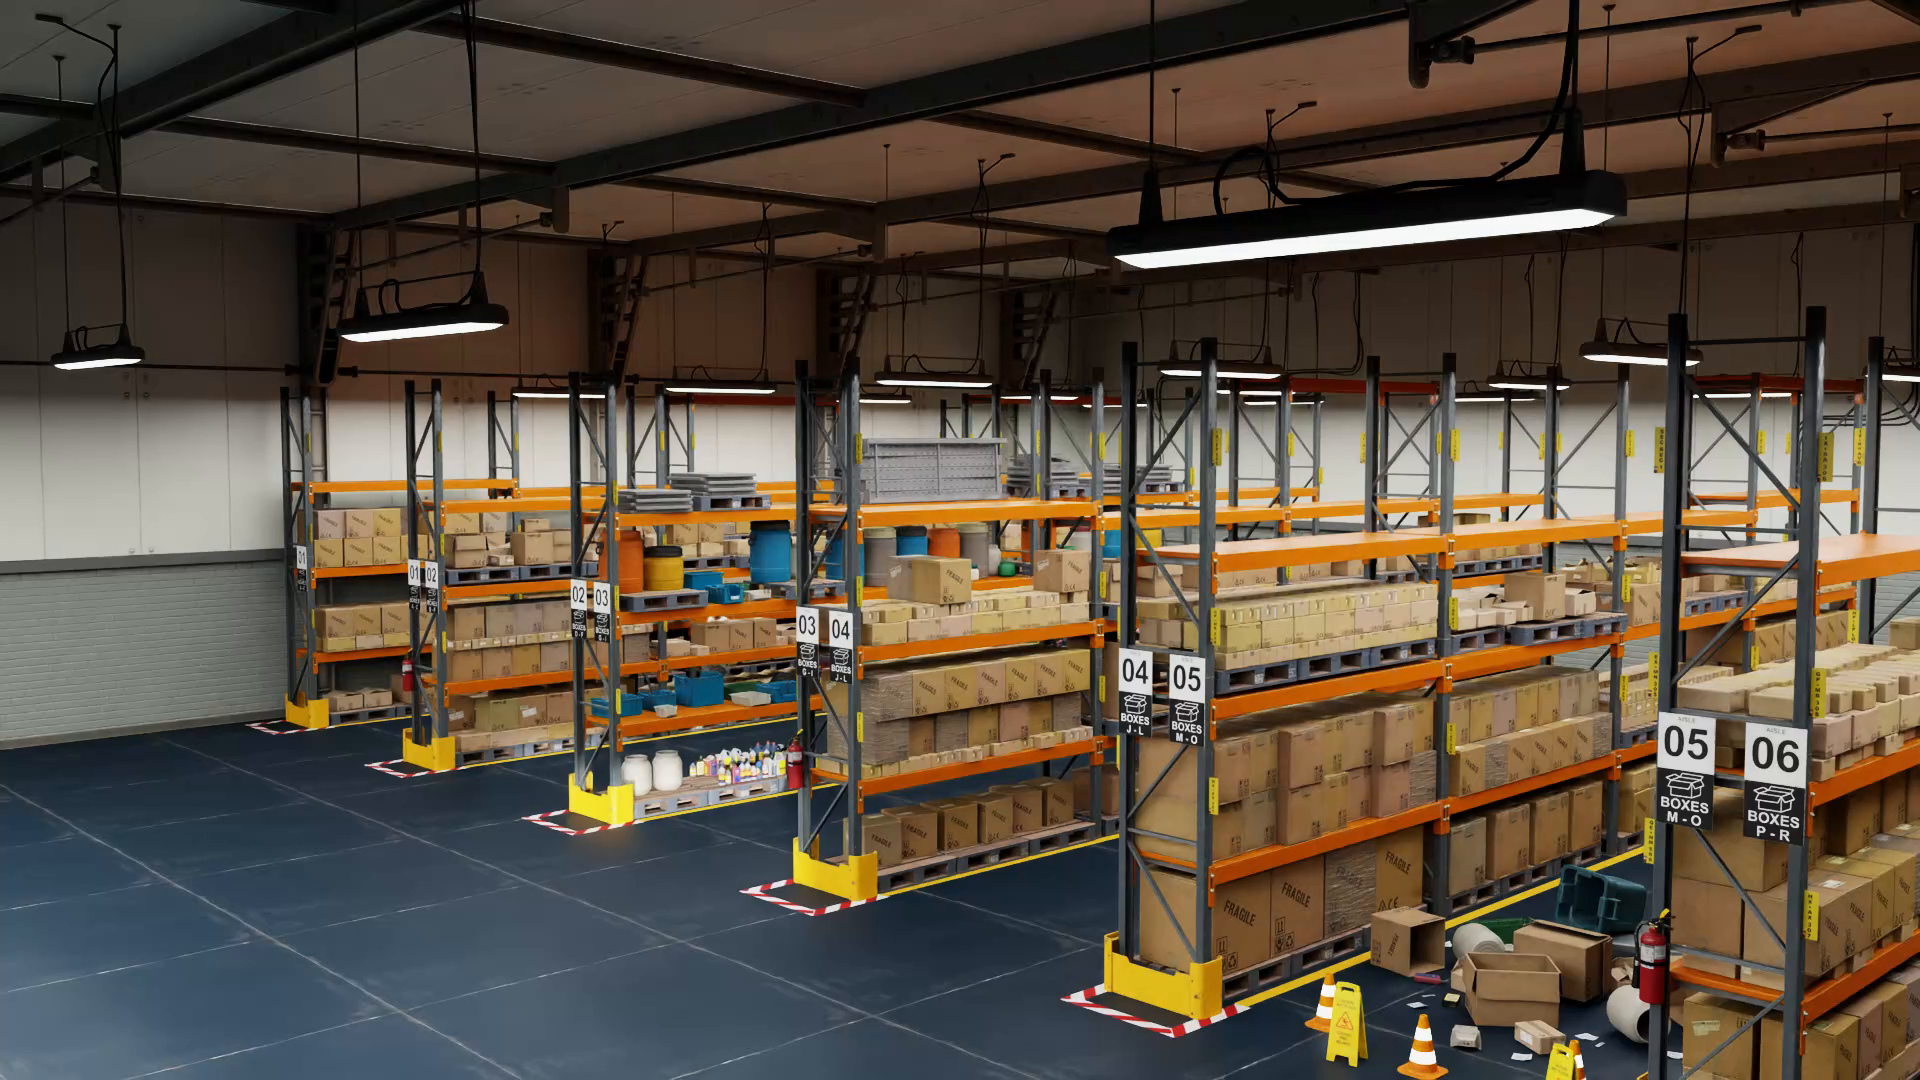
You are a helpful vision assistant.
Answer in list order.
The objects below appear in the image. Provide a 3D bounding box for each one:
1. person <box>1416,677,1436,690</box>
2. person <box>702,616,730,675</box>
[{"bbox_3d":[6.730,2.749,23.943,0.550,1.788,0.574,-2,4,-34],"label":"person"},{"bbox_3d":[-4.954,2.160,33.283,0.584,1.785,0.745,2,4,23],"label":"person"}]
